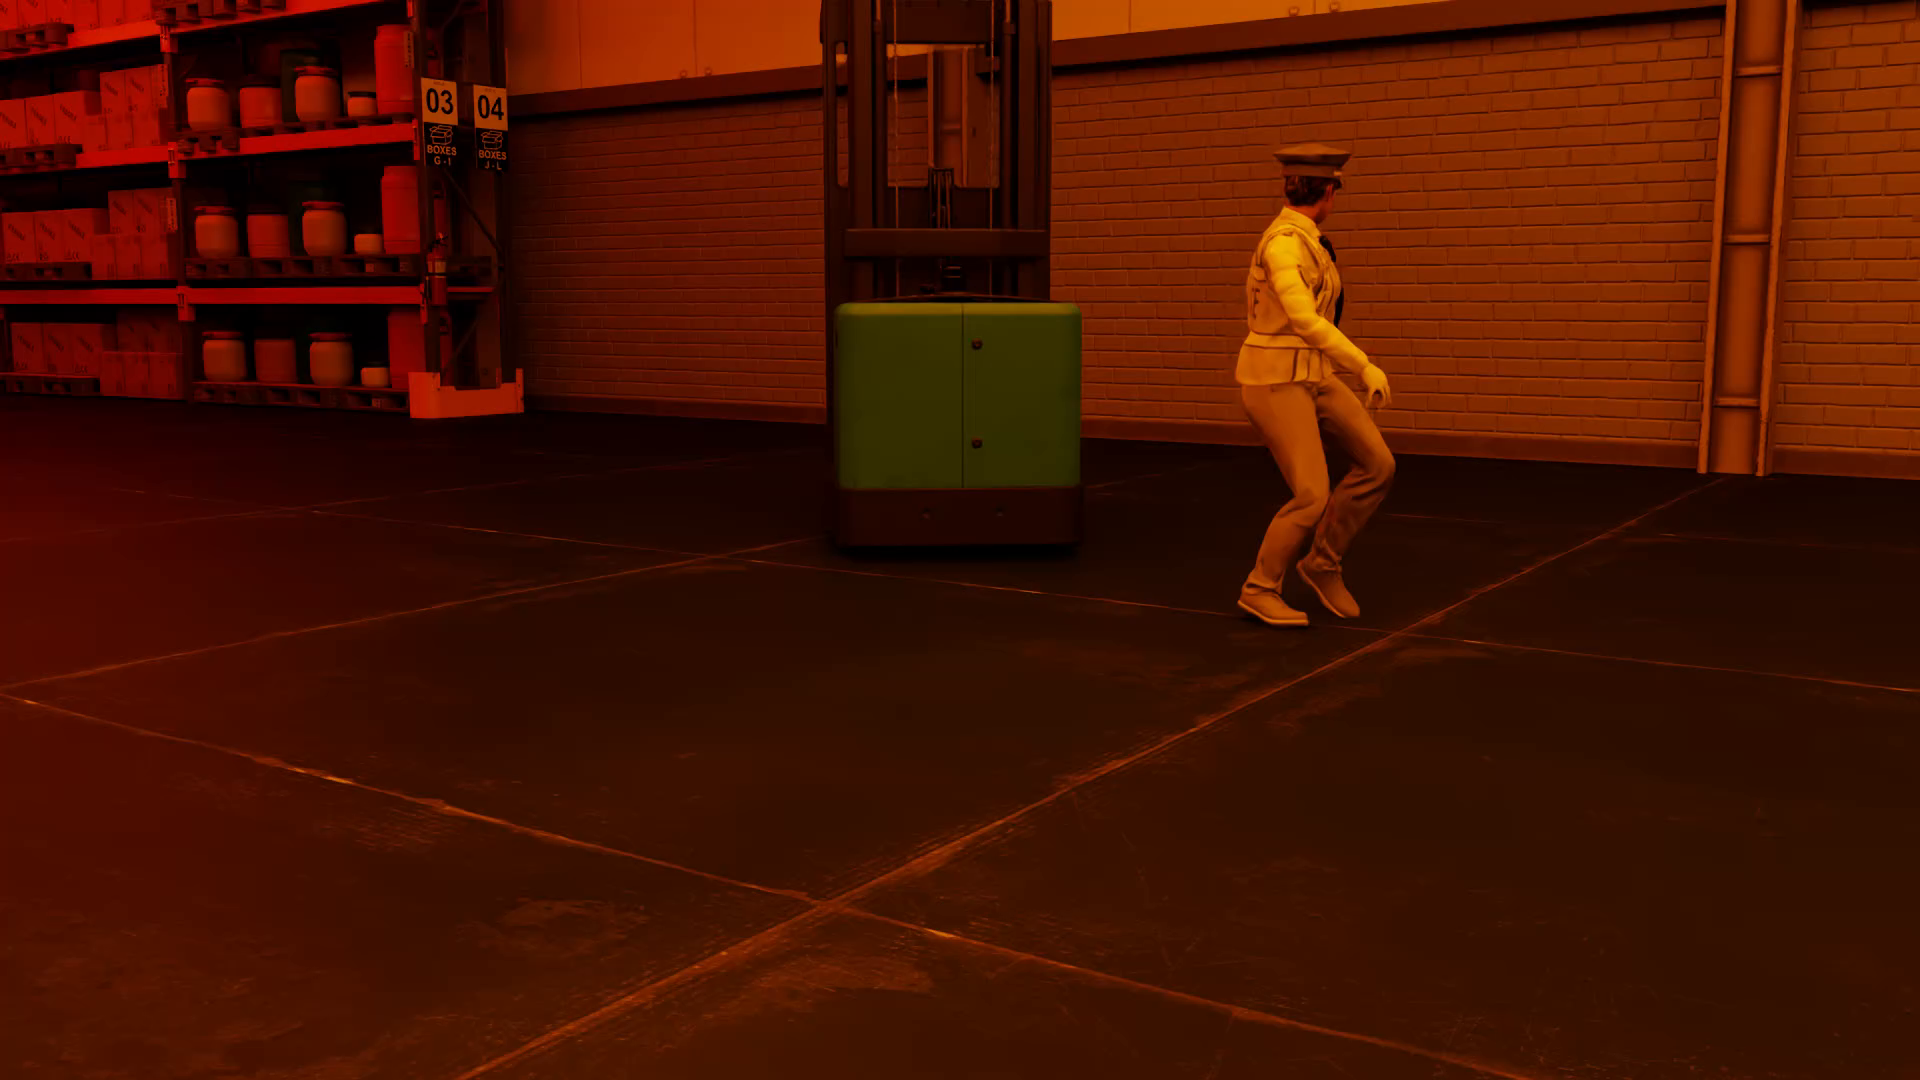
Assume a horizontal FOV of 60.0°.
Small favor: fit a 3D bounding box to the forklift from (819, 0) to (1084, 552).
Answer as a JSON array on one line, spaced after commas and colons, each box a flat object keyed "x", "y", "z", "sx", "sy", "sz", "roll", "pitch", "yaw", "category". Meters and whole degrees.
[{"x": -0.133, "y": -1.571, "z": 8.238, "sx": 1.130, "sy": 2.935, "sz": 3.031, "roll": -1, "pitch": 8, "yaw": -5, "category": "forklift"}]

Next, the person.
[{"x": 1.150, "y": -0.503, "z": 5.583, "sx": 0.671, "sy": 1.613, "sz": 0.654, "roll": 5, "pitch": 10, "yaw": 33, "category": "person"}]
